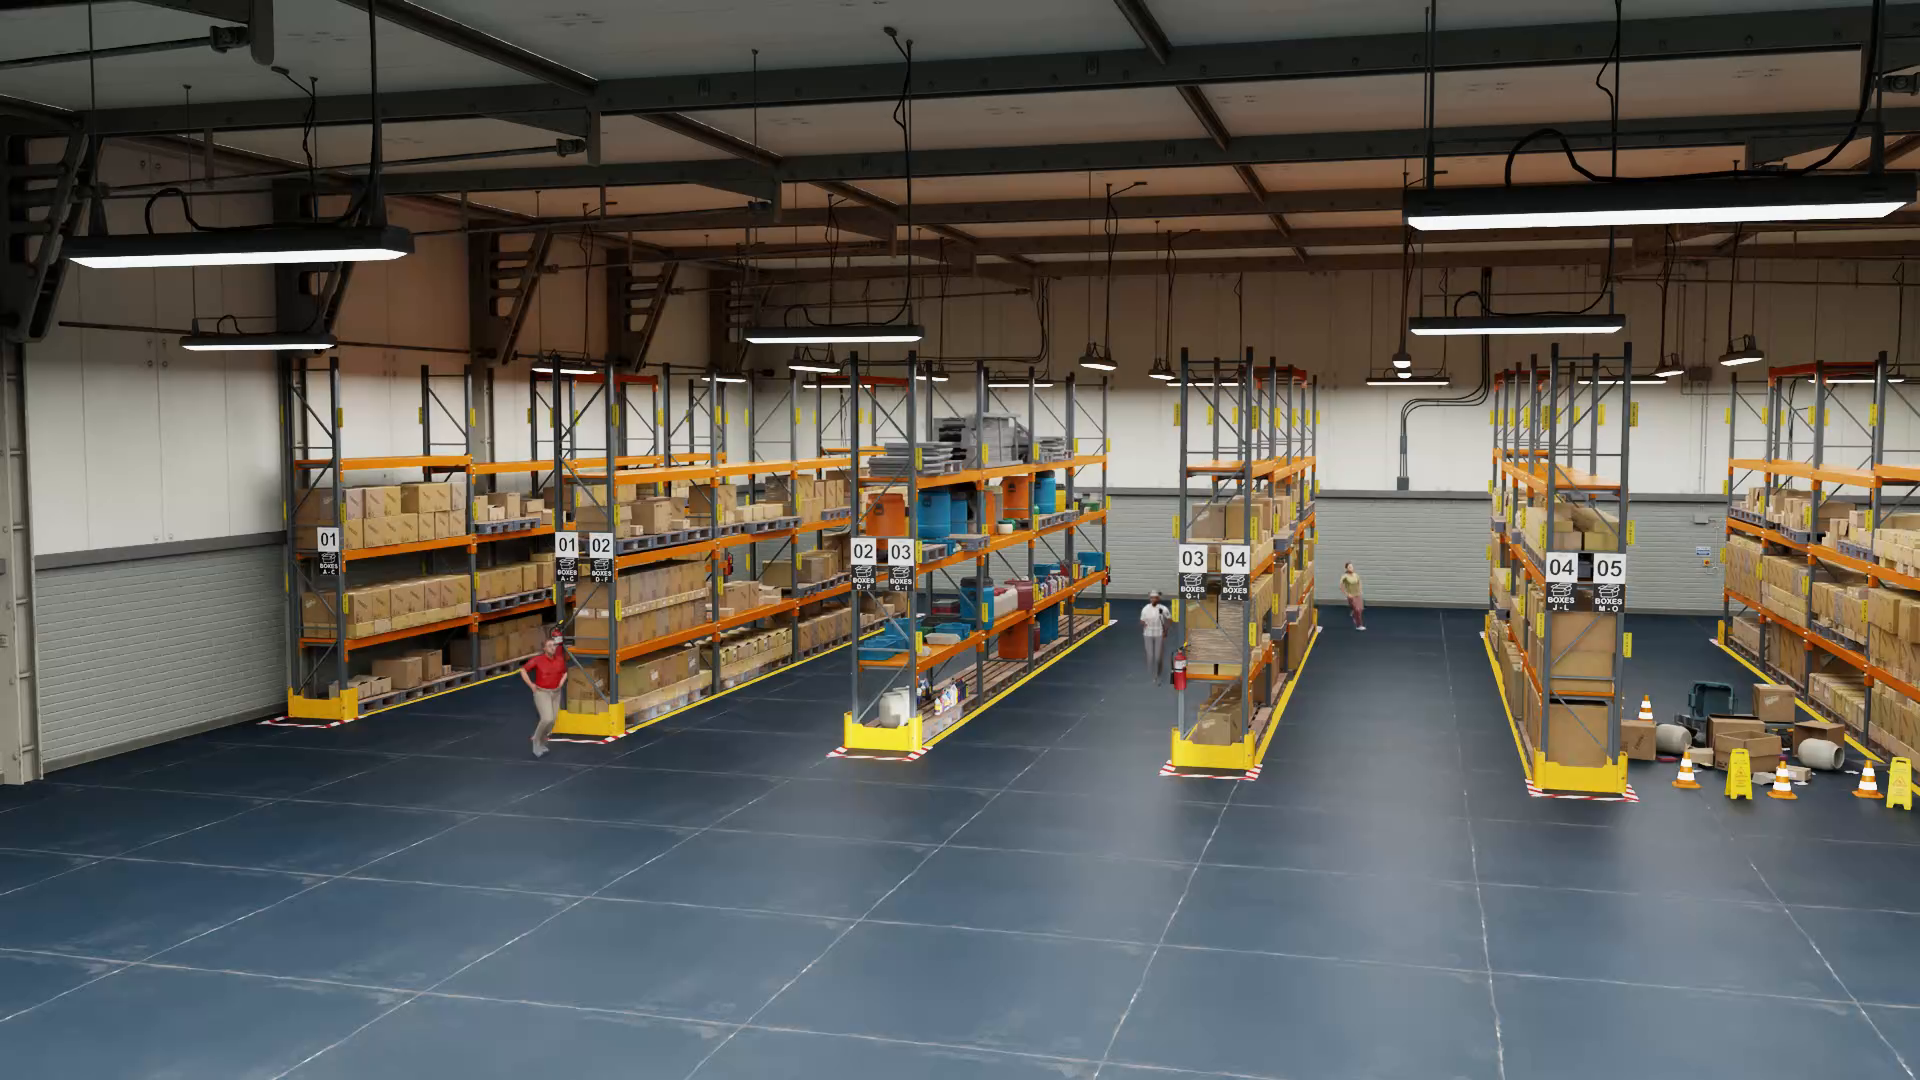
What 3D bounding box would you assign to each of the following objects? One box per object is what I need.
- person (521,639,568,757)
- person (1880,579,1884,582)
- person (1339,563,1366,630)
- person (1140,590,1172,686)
[{"bbox_3d":[-6.120,2.348,24.745,0.605,1.741,0.692,4,6,45],"label":"person"},{"bbox_3d":[18.237,1.654,33.041,0.691,1.773,0.916,1,4,10],"label":"person"},{"bbox_3d":[9.248,1.328,39.206,0.613,1.588,0.540,-1,4,-15],"label":"person"},{"bbox_3d":[3.436,1.736,29.370,0.563,1.727,0.577,1,4,16],"label":"person"}]
